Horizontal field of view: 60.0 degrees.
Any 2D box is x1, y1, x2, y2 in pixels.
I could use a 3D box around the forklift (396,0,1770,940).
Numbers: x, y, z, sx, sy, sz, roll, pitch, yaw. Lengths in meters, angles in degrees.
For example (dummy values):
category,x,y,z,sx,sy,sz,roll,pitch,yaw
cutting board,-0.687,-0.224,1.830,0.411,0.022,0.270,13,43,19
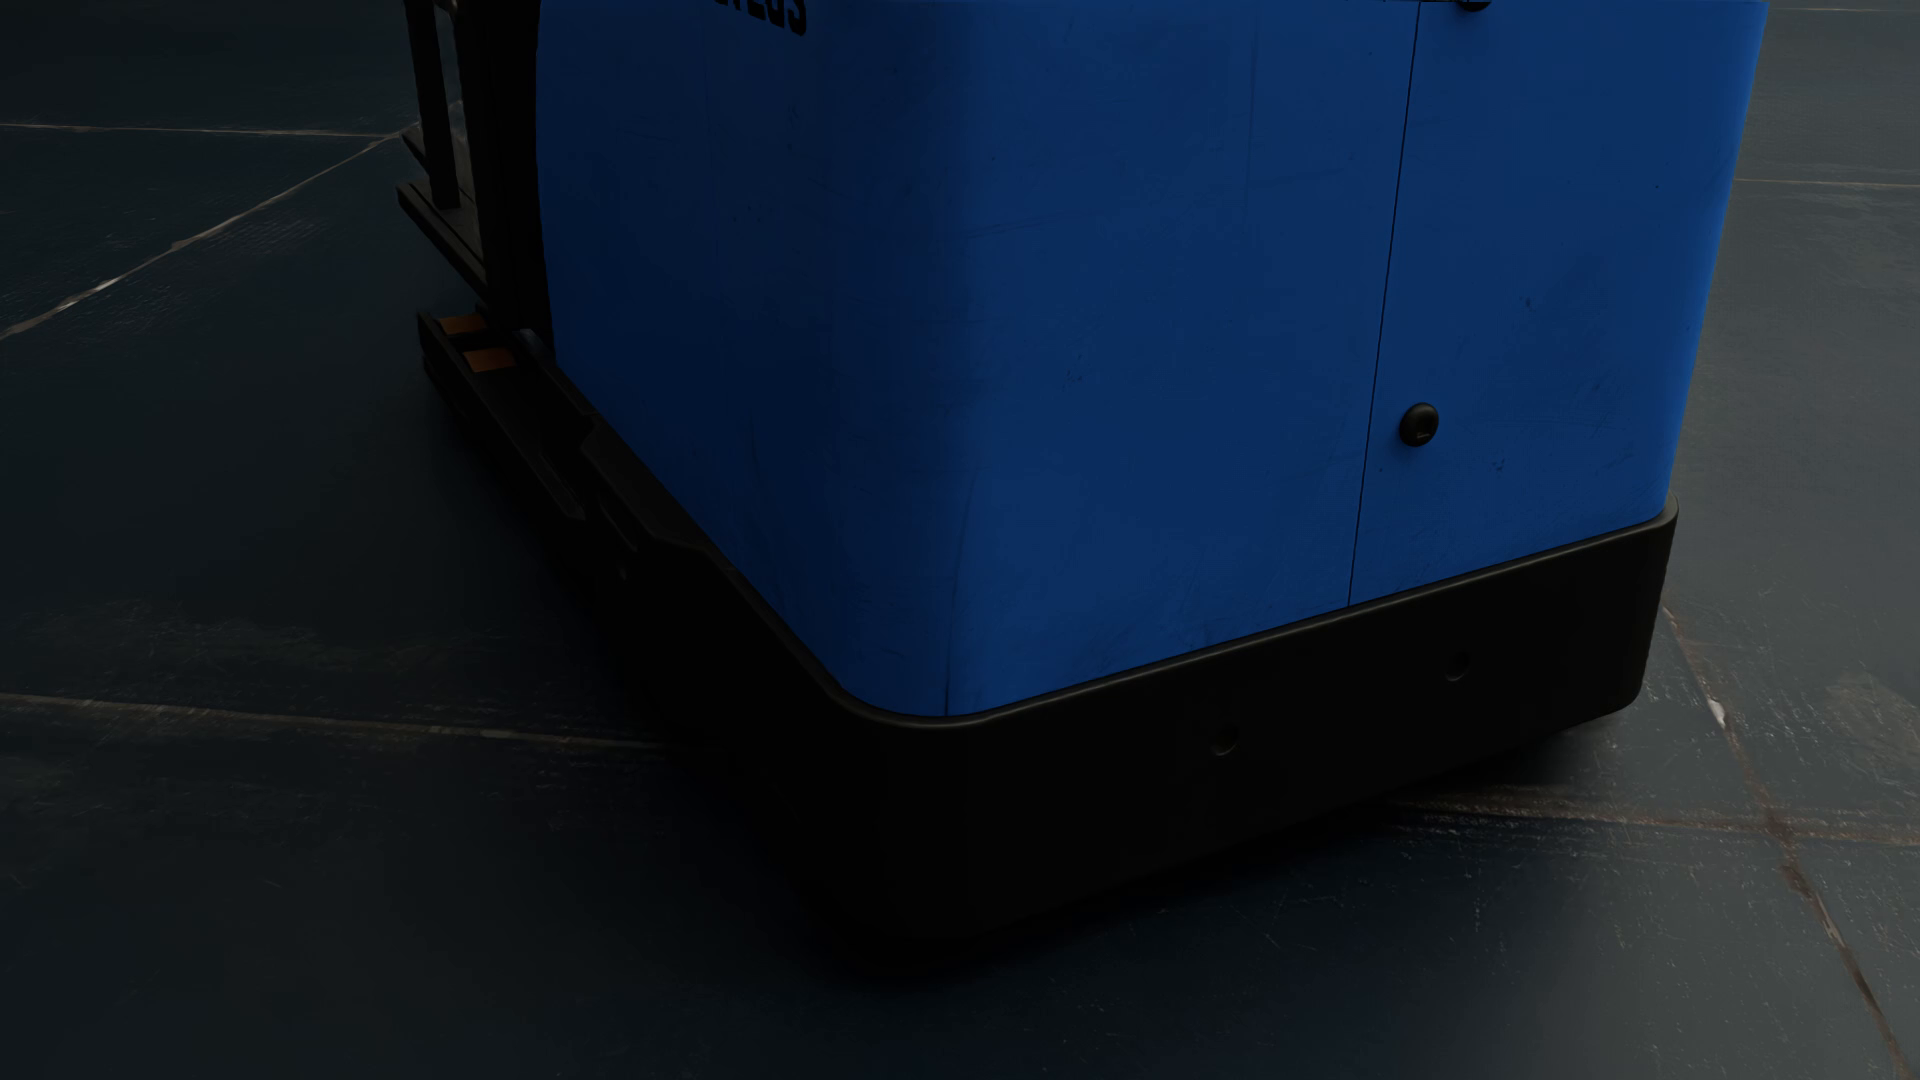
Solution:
category,x,y,z,sx,sy,sz,roll,pitch,yaw
forklift,-0.313,-1.557,2.339,1.130,2.935,3.031,-13,29,-25
